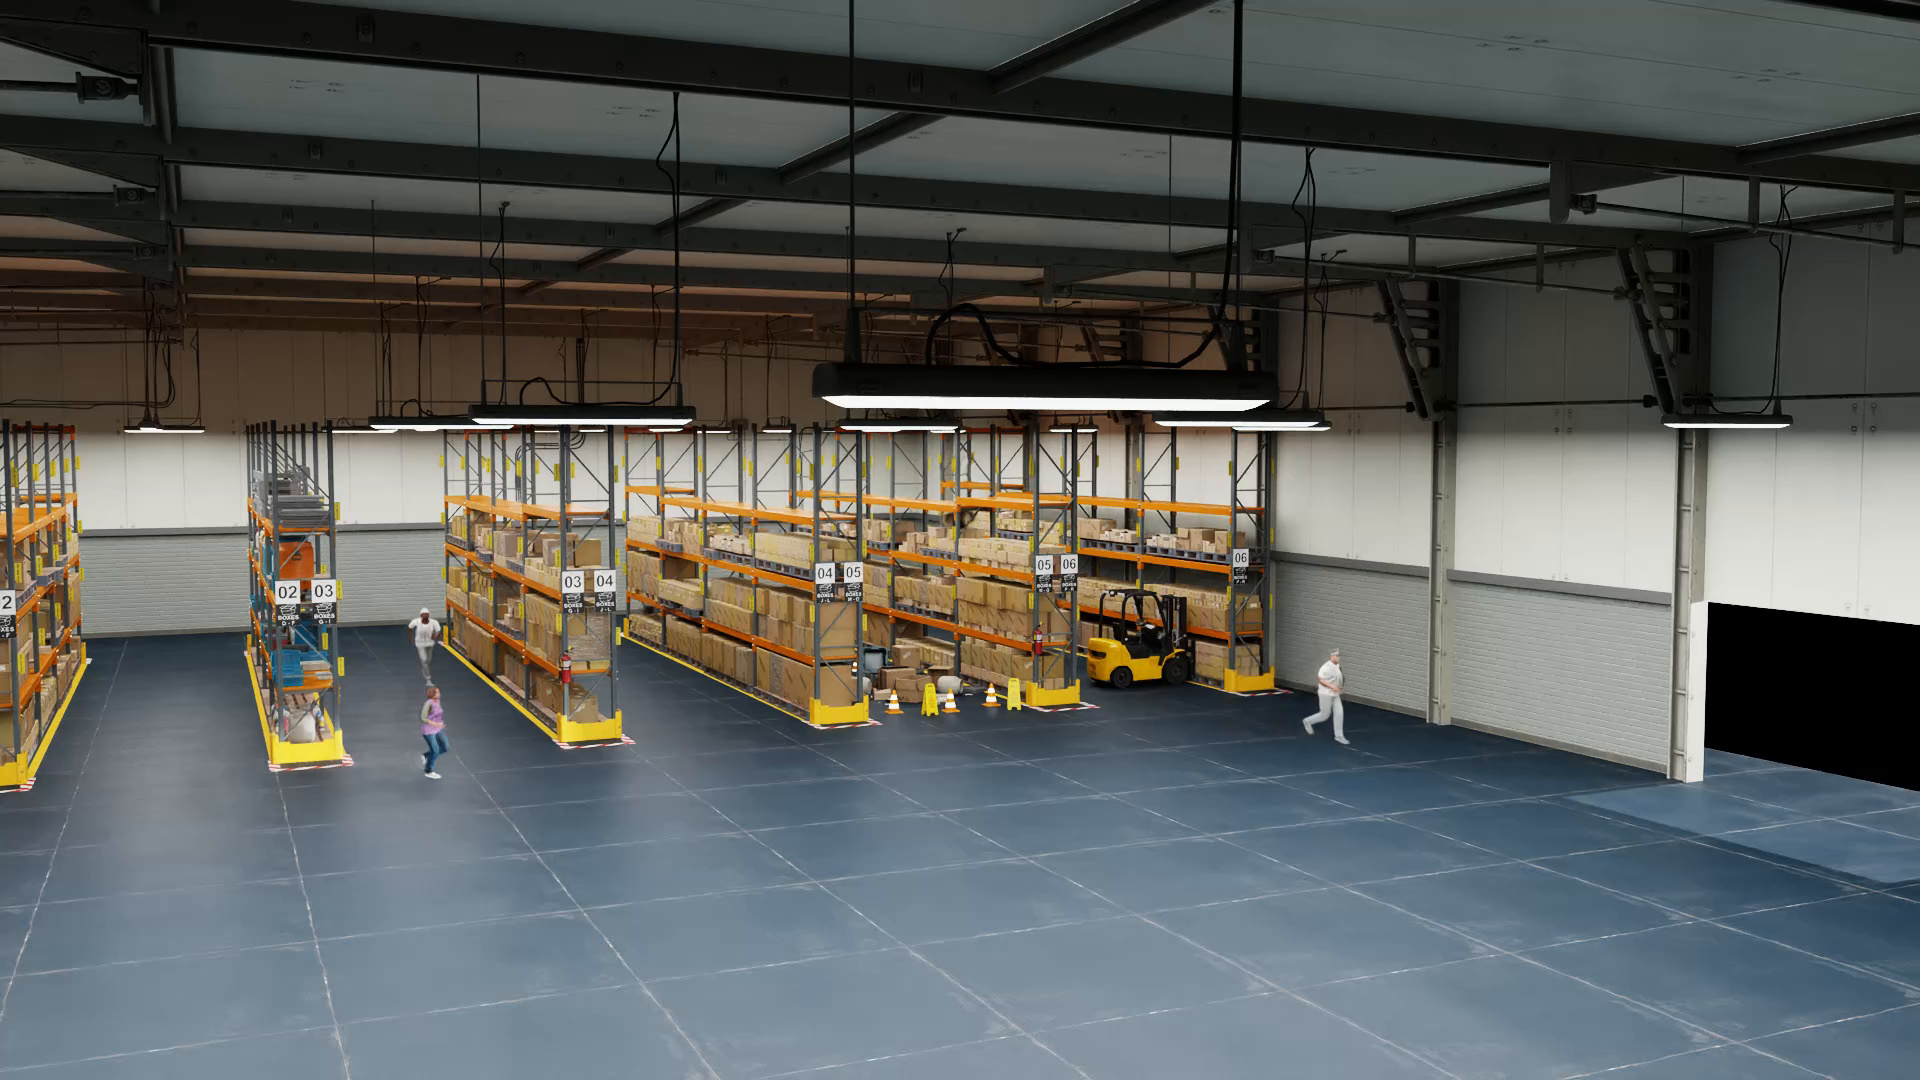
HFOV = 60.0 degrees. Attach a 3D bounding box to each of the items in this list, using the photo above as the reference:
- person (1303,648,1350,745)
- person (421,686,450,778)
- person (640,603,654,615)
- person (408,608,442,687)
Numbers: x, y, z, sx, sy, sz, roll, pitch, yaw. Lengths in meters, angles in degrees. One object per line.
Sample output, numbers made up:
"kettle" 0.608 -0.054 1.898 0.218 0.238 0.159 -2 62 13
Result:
"person" 6.905 2.900 31.186 0.983 1.779 0.686 3 5 41
"person" -8.794 3.214 27.781 0.515 1.557 0.546 1 4 13
"person" -9.239 1.829 49.132 0.624 1.649 0.670 0 4 0
"person" -12.347 2.441 38.408 0.727 1.765 1.040 -2 4 -25
